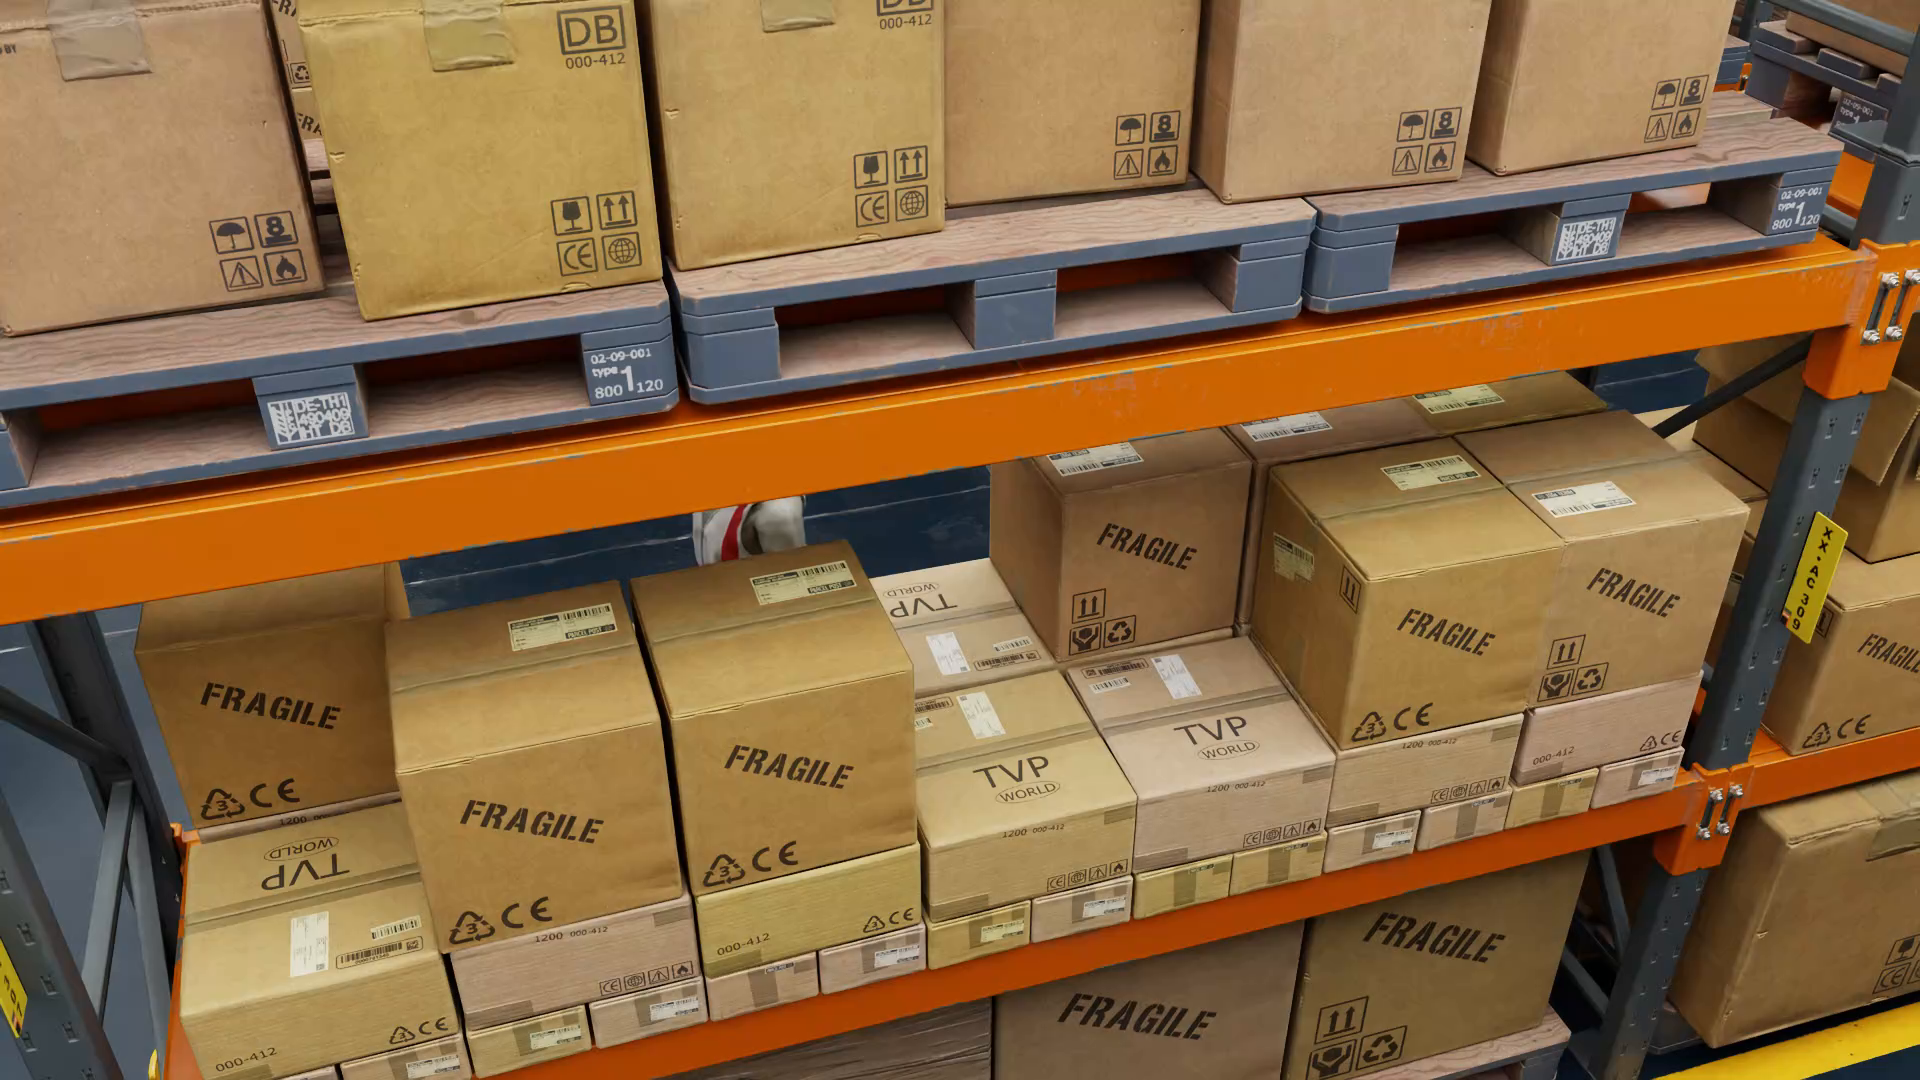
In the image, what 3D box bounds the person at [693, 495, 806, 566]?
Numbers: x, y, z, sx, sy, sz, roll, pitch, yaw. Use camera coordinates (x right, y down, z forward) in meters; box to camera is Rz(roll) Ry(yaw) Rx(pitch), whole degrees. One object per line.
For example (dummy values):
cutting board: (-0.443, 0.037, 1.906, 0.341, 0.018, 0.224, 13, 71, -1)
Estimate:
person: (5.406, 1.116, 4.436, 10.338, 1.764, 9.046, -16, 37, -23)
